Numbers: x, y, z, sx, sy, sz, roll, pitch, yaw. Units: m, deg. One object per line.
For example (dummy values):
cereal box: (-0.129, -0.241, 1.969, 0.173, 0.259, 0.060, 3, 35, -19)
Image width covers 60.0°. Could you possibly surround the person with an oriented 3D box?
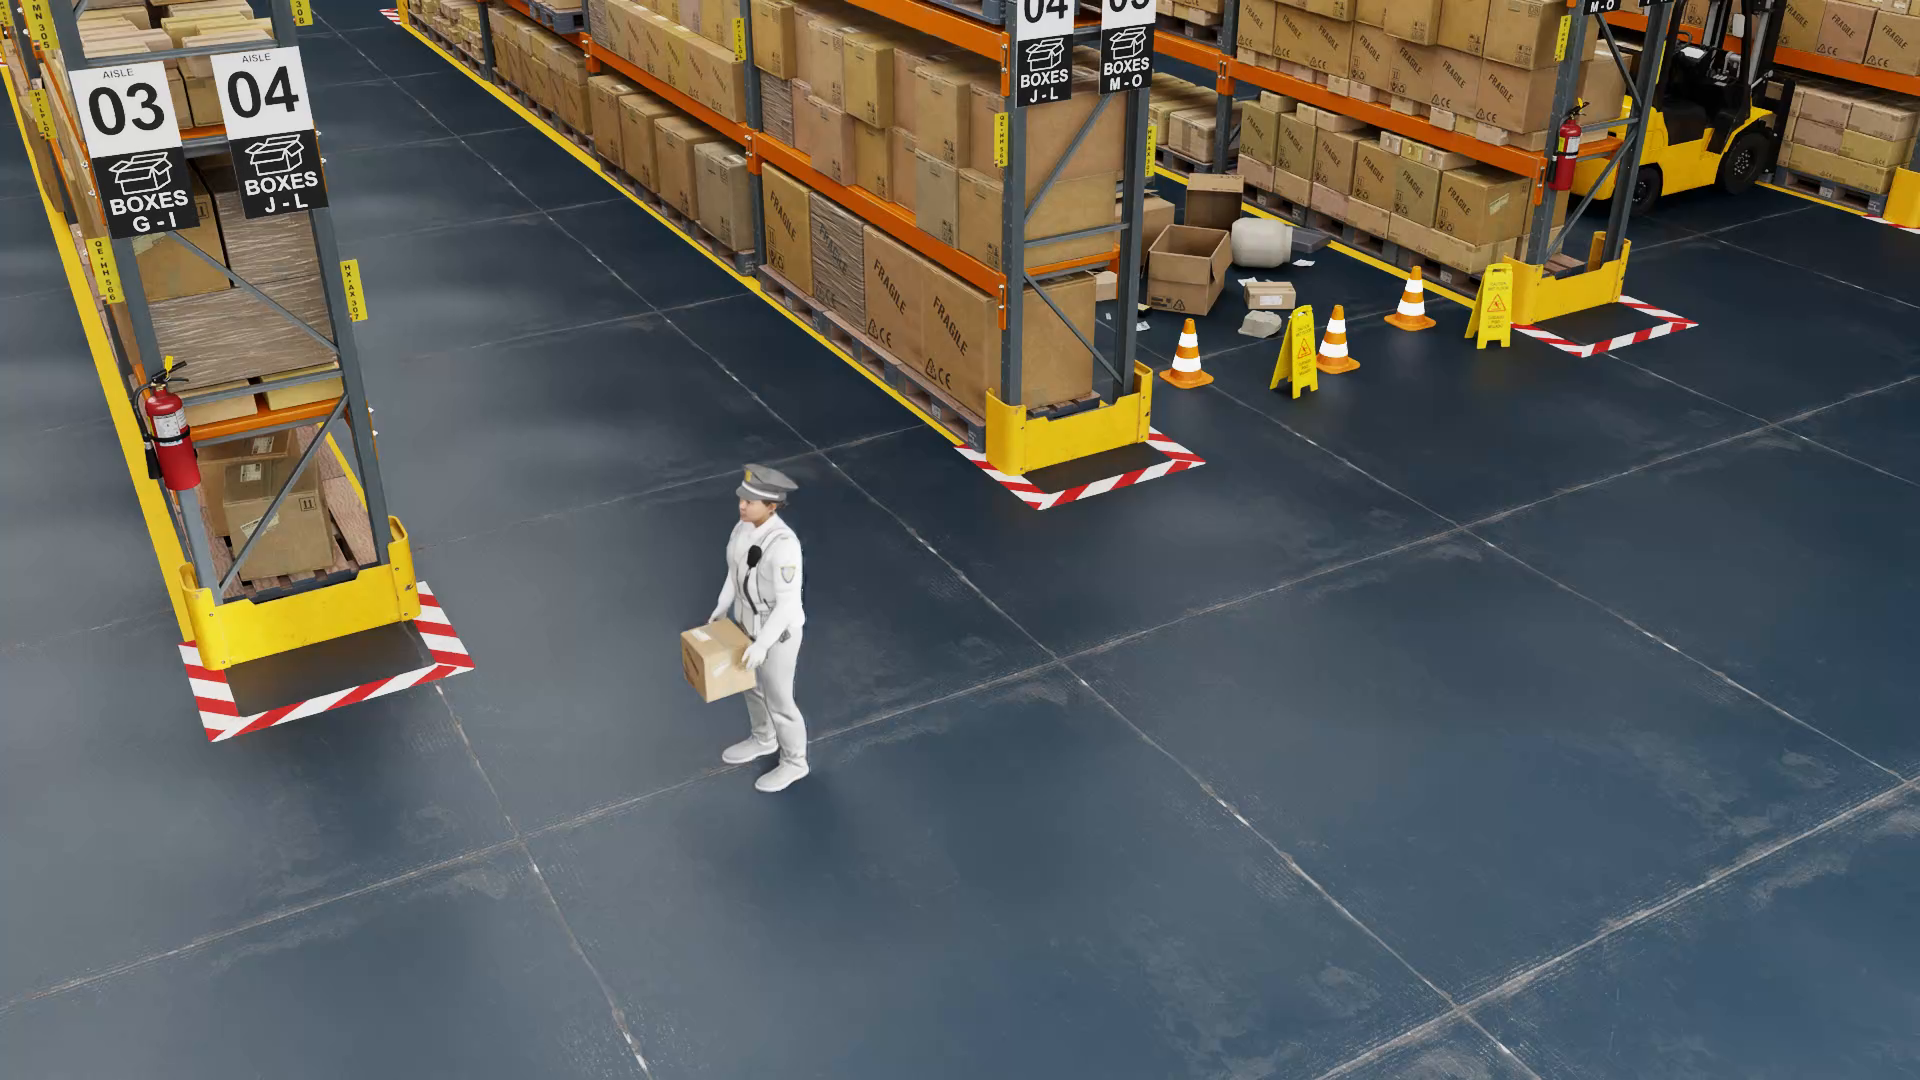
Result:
person: (-0.930, 0.413, 7.776, 0.402, 1.696, 0.557, -16, 33, -26)
